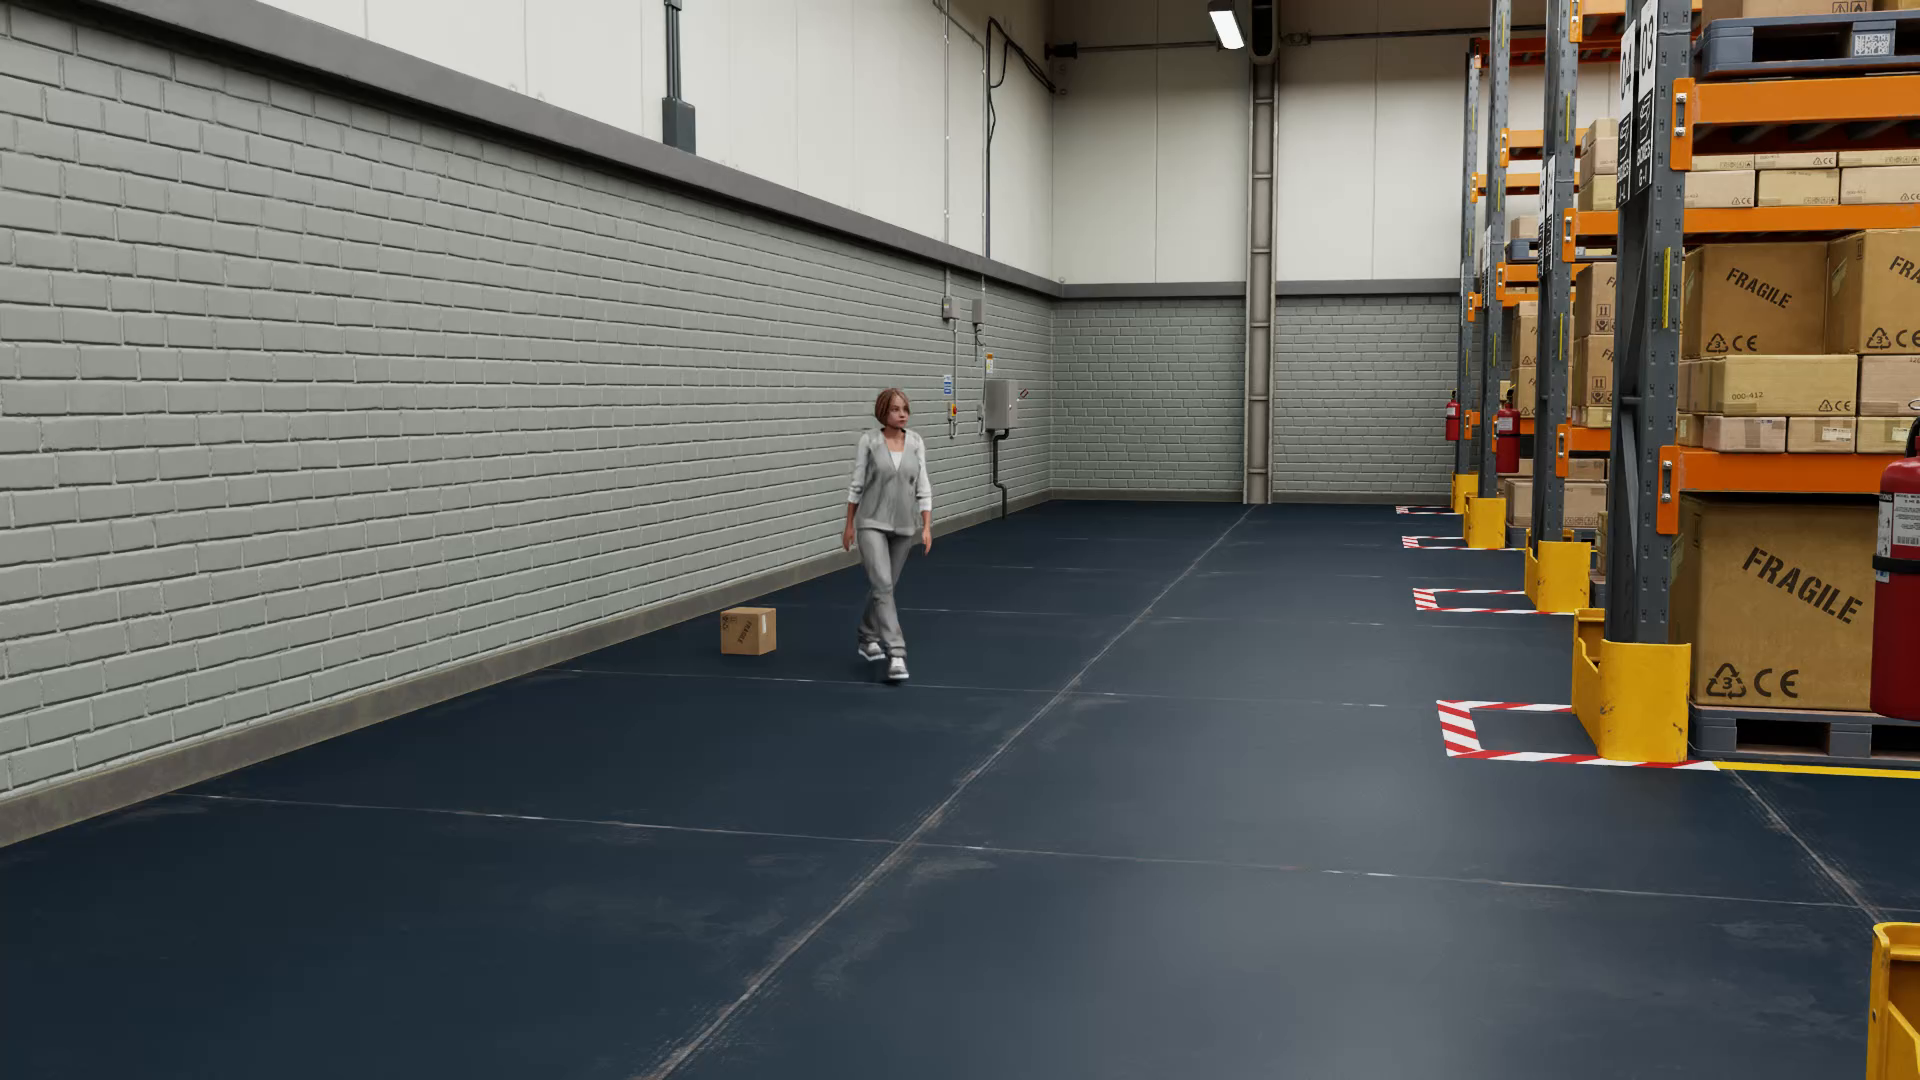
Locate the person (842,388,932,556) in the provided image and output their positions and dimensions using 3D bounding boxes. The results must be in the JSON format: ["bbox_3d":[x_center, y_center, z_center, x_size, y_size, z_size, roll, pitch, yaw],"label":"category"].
[{"bbox_3d":[-0.383,-0.369,9.123,0.444,0.906,0.362,-2,6,-26],"label":"person"}]
